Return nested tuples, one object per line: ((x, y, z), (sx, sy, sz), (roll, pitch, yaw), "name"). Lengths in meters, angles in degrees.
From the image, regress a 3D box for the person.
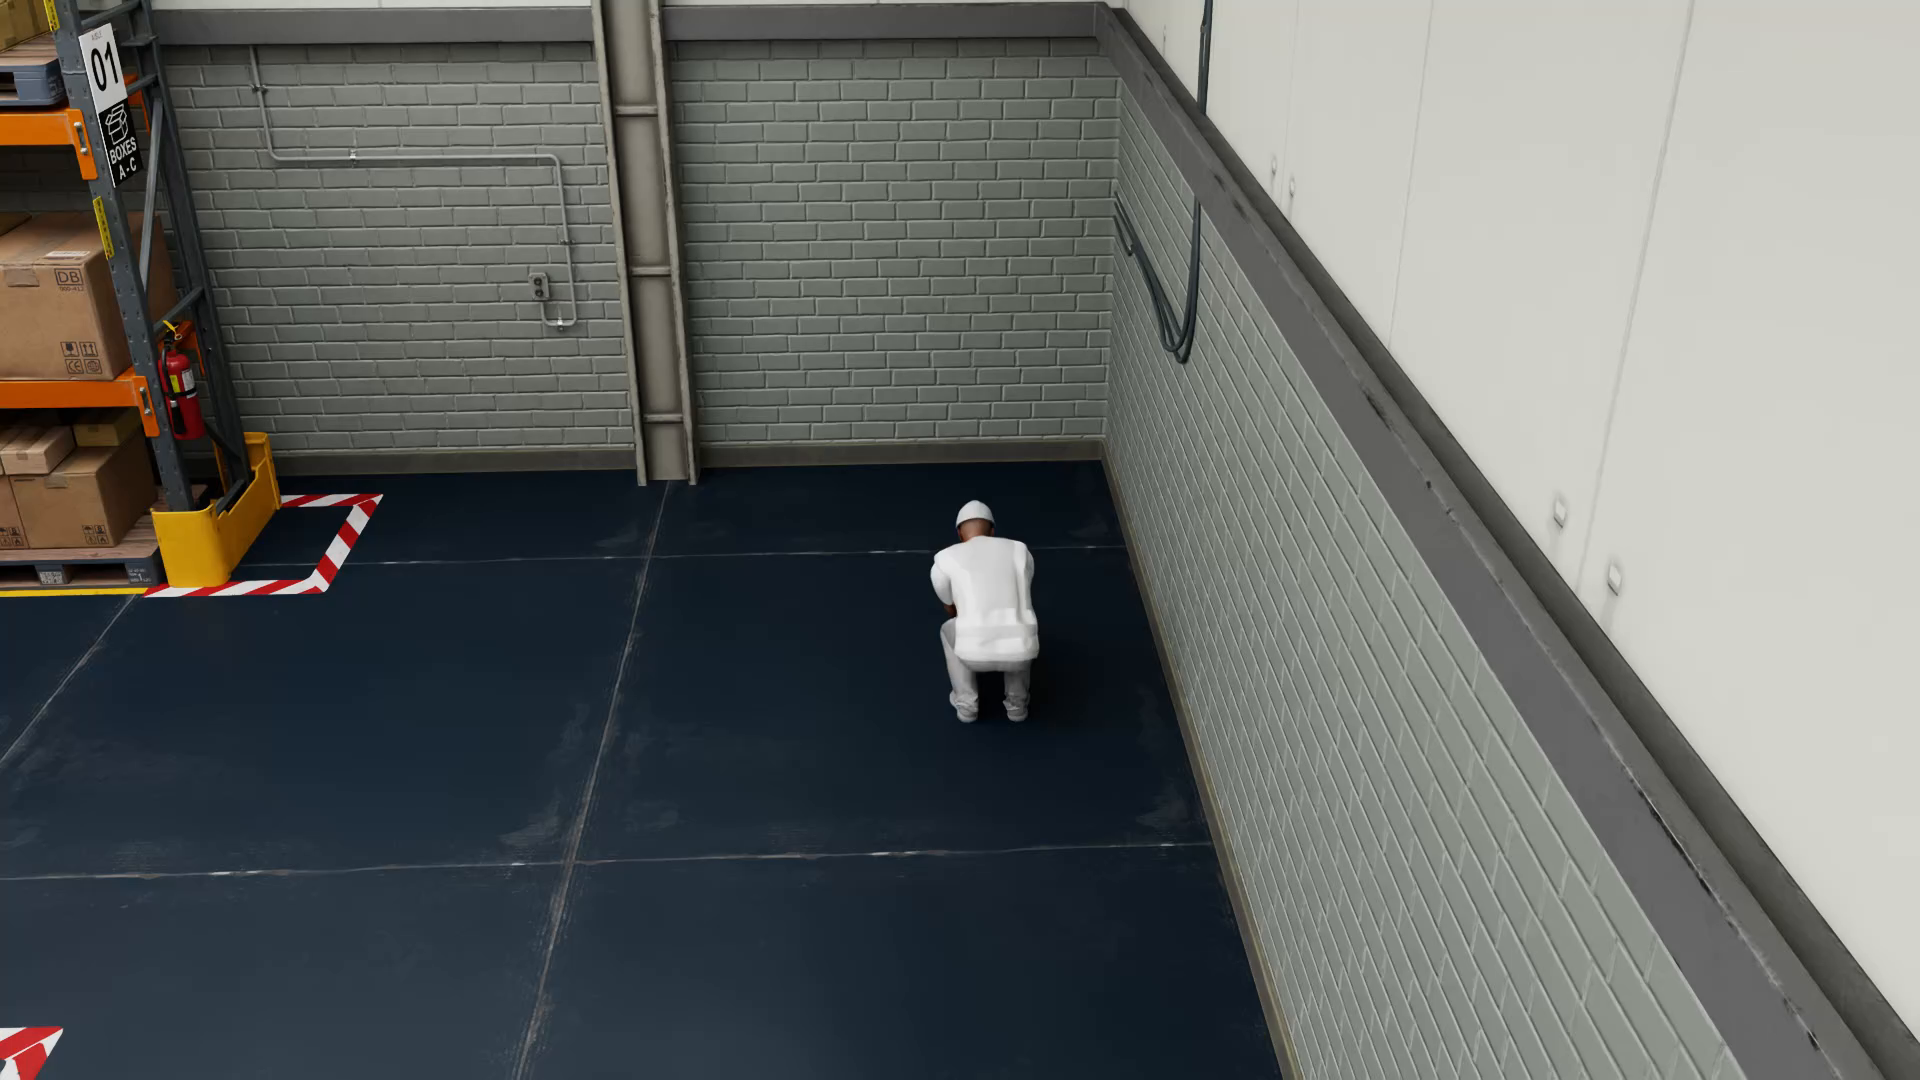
((0.125, 0.378, 8.698), (0.544, 1.008, 0.908), (-2, 27, -4), "person")
